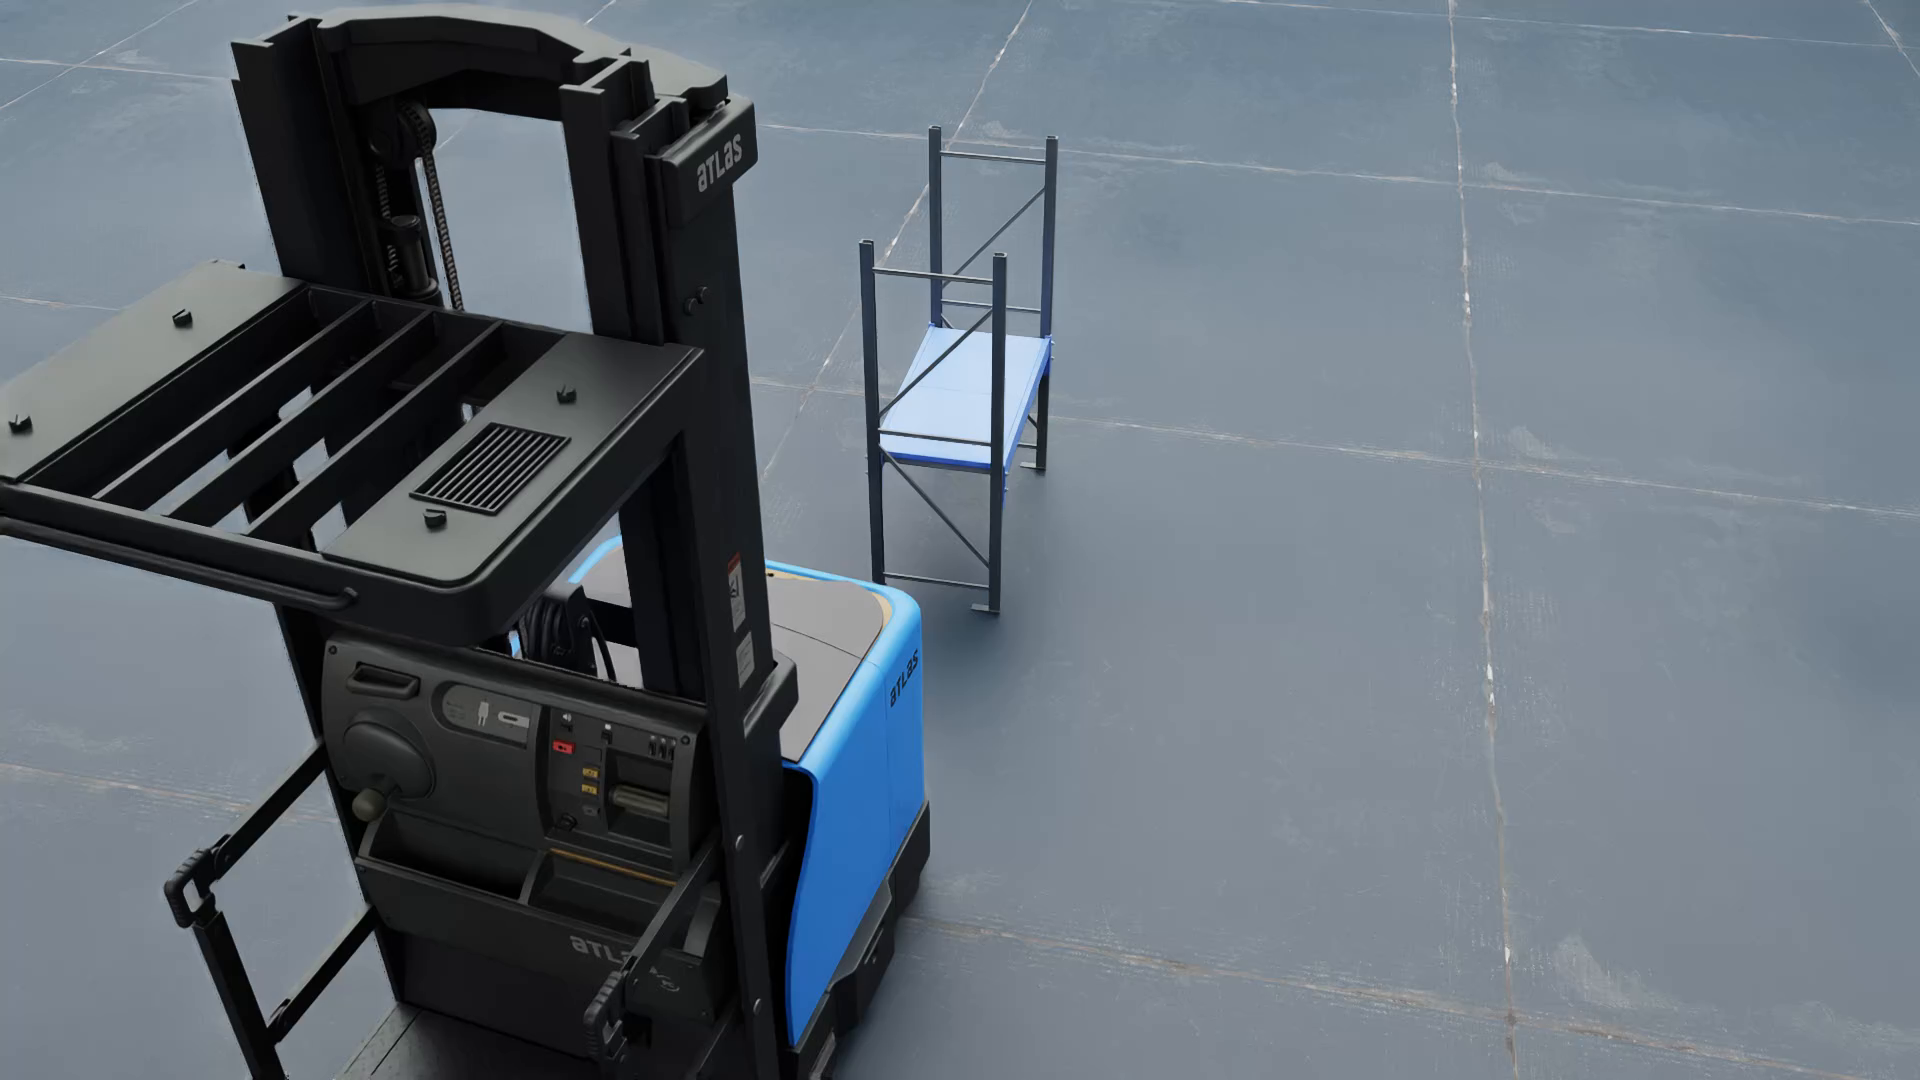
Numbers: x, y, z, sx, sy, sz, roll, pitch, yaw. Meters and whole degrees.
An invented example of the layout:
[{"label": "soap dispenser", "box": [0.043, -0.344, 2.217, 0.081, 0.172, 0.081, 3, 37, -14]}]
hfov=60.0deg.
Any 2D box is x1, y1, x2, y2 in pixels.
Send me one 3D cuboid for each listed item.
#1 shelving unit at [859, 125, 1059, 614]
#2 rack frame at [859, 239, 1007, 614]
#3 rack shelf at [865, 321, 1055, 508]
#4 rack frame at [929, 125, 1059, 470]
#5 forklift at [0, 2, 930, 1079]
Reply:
[{"label": "shelving unit", "box": [0.018, -0.656, 6.377, 0.538, 1.500, 1.048, 7, 37, 10]}, {"label": "rack frame", "box": [-0.090, -0.365, 5.975, 0.500, 1.500, 0.032, 7, 37, 10]}, {"label": "rack shelf", "box": [0.018, -0.511, 6.483, 0.538, 0.185, 1.000, 7, 37, 10]}, {"label": "rack frame", "box": [0.127, -0.948, 6.779, 0.500, 1.500, 0.032, 7, 37, 10]}, {"label": "forklift", "box": [-1.069, 0.550, 3.493, 1.130, 2.935, 3.031, 12, 38, 16]}]
